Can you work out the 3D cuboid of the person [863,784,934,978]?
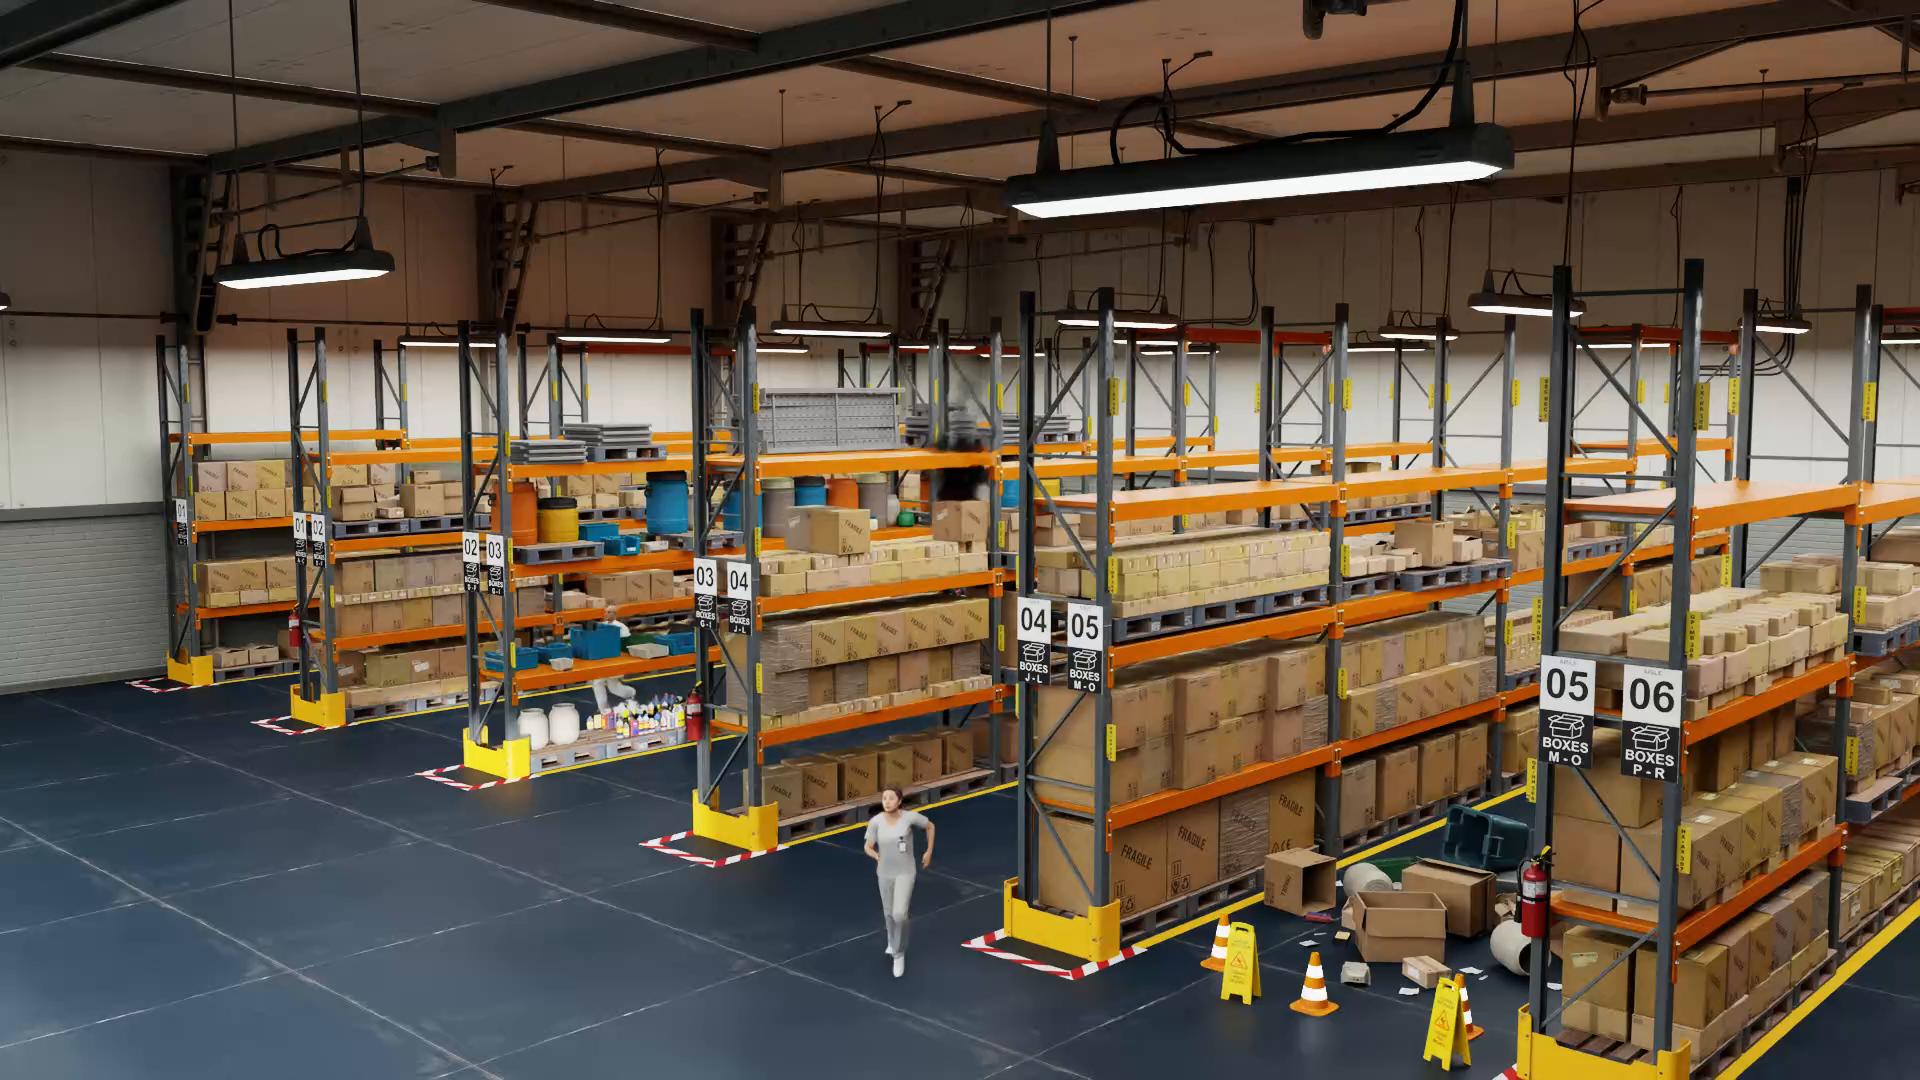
[{"bbox_3d":[-0.539,2.962,14.625,0.571,1.674,0.860,1,6,13],"label":"person"}]

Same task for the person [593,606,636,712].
[{"bbox_3d":[-5.410,1.879,25.782,0.715,1.735,0.826,3,6,30],"label":"person"}]

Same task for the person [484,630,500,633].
[{"bbox_3d":[-8.215,1.567,29.620,0.814,1.721,0.581,-5,7,-43],"label":"person"}]
